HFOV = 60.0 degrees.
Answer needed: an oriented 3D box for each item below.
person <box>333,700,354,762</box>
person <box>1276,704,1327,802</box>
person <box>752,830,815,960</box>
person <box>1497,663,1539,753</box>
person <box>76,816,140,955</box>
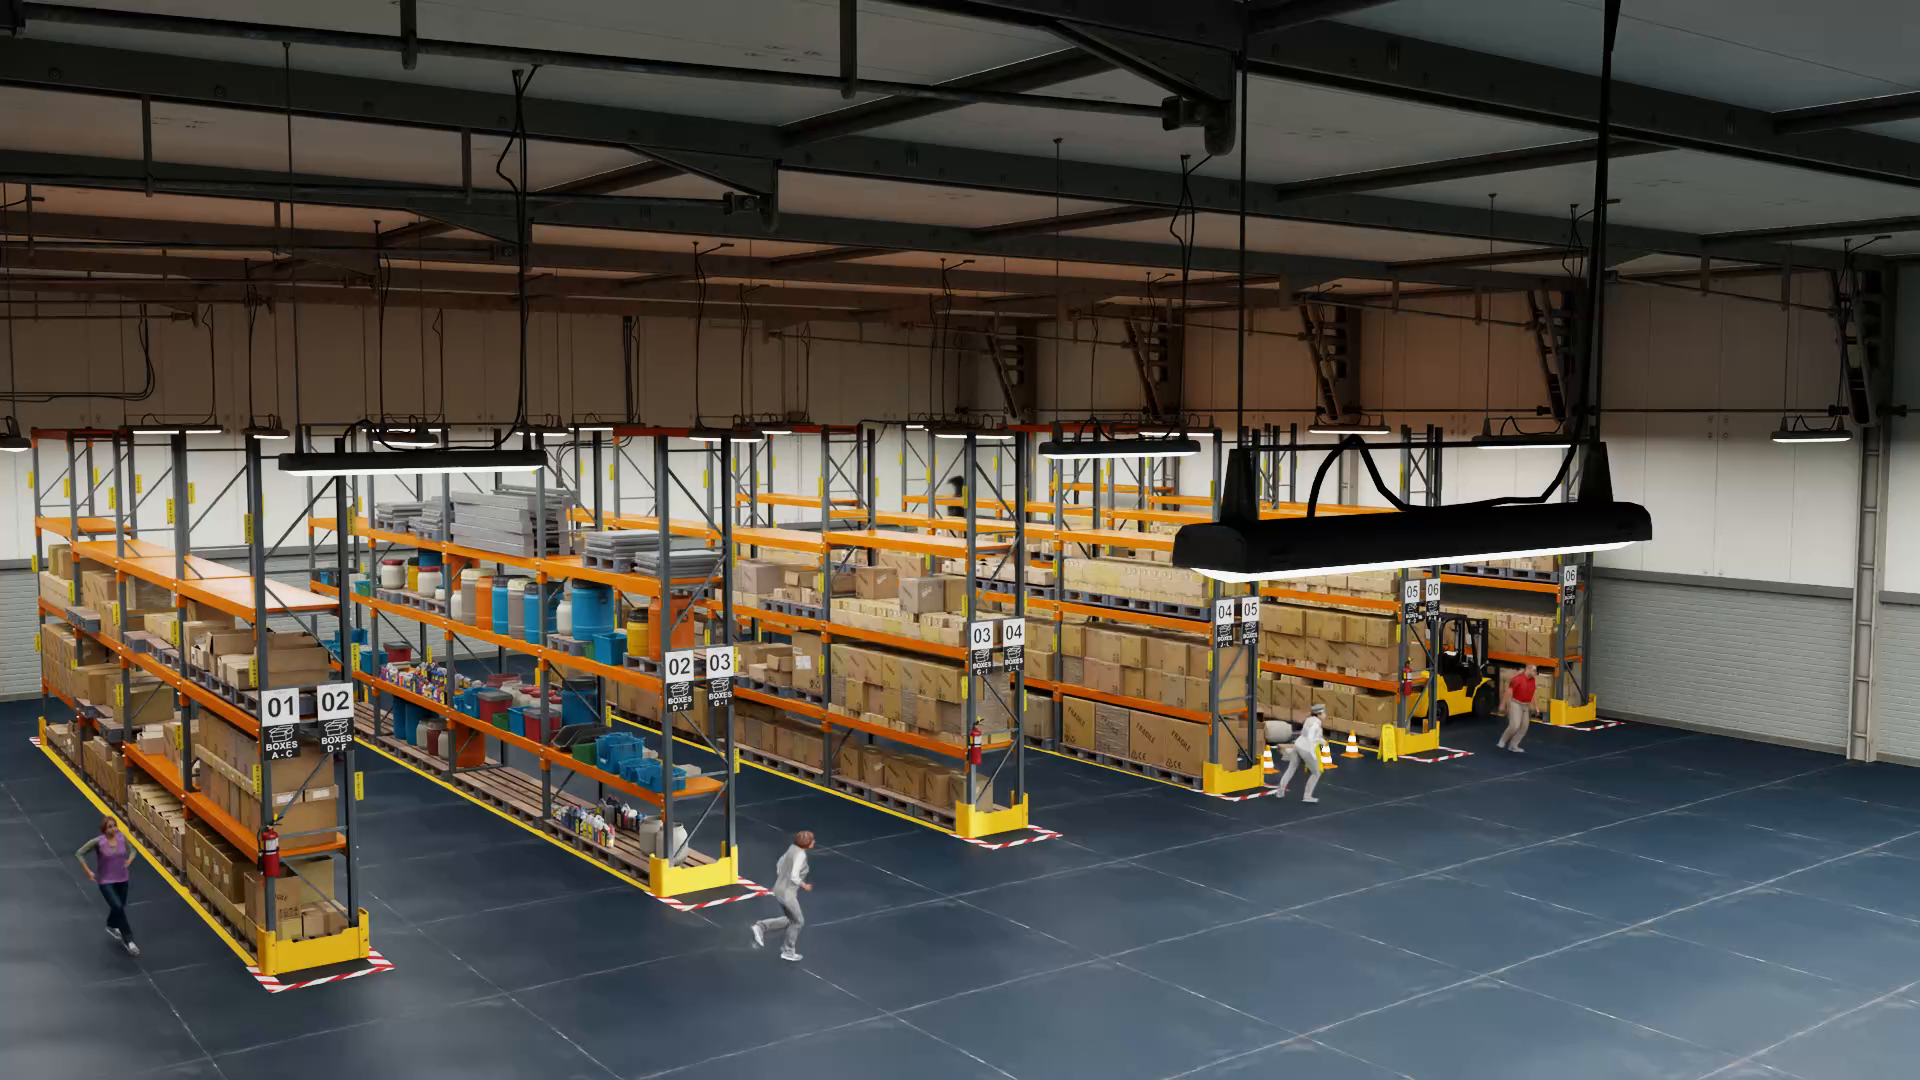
[{"bbox_3d":[-11.178,3.277,29.753,0.629,1.473,0.776,-4,6,-43],"label":"person"},{"bbox_3d":[5.569,3.437,26.885,0.852,1.607,0.651,-2,5,-20],"label":"person"},{"bbox_3d":[-2.017,4.094,19.043,0.728,1.539,0.531,-1,5,-10],"label":"person"},{"bbox_3d":[10.295,3.089,30.681,0.703,1.682,0.599,-3,5,-31],"label":"person"},{"bbox_3d":[-9.920,4.006,19.402,0.781,1.614,0.607,4,6,38],"label":"person"}]
